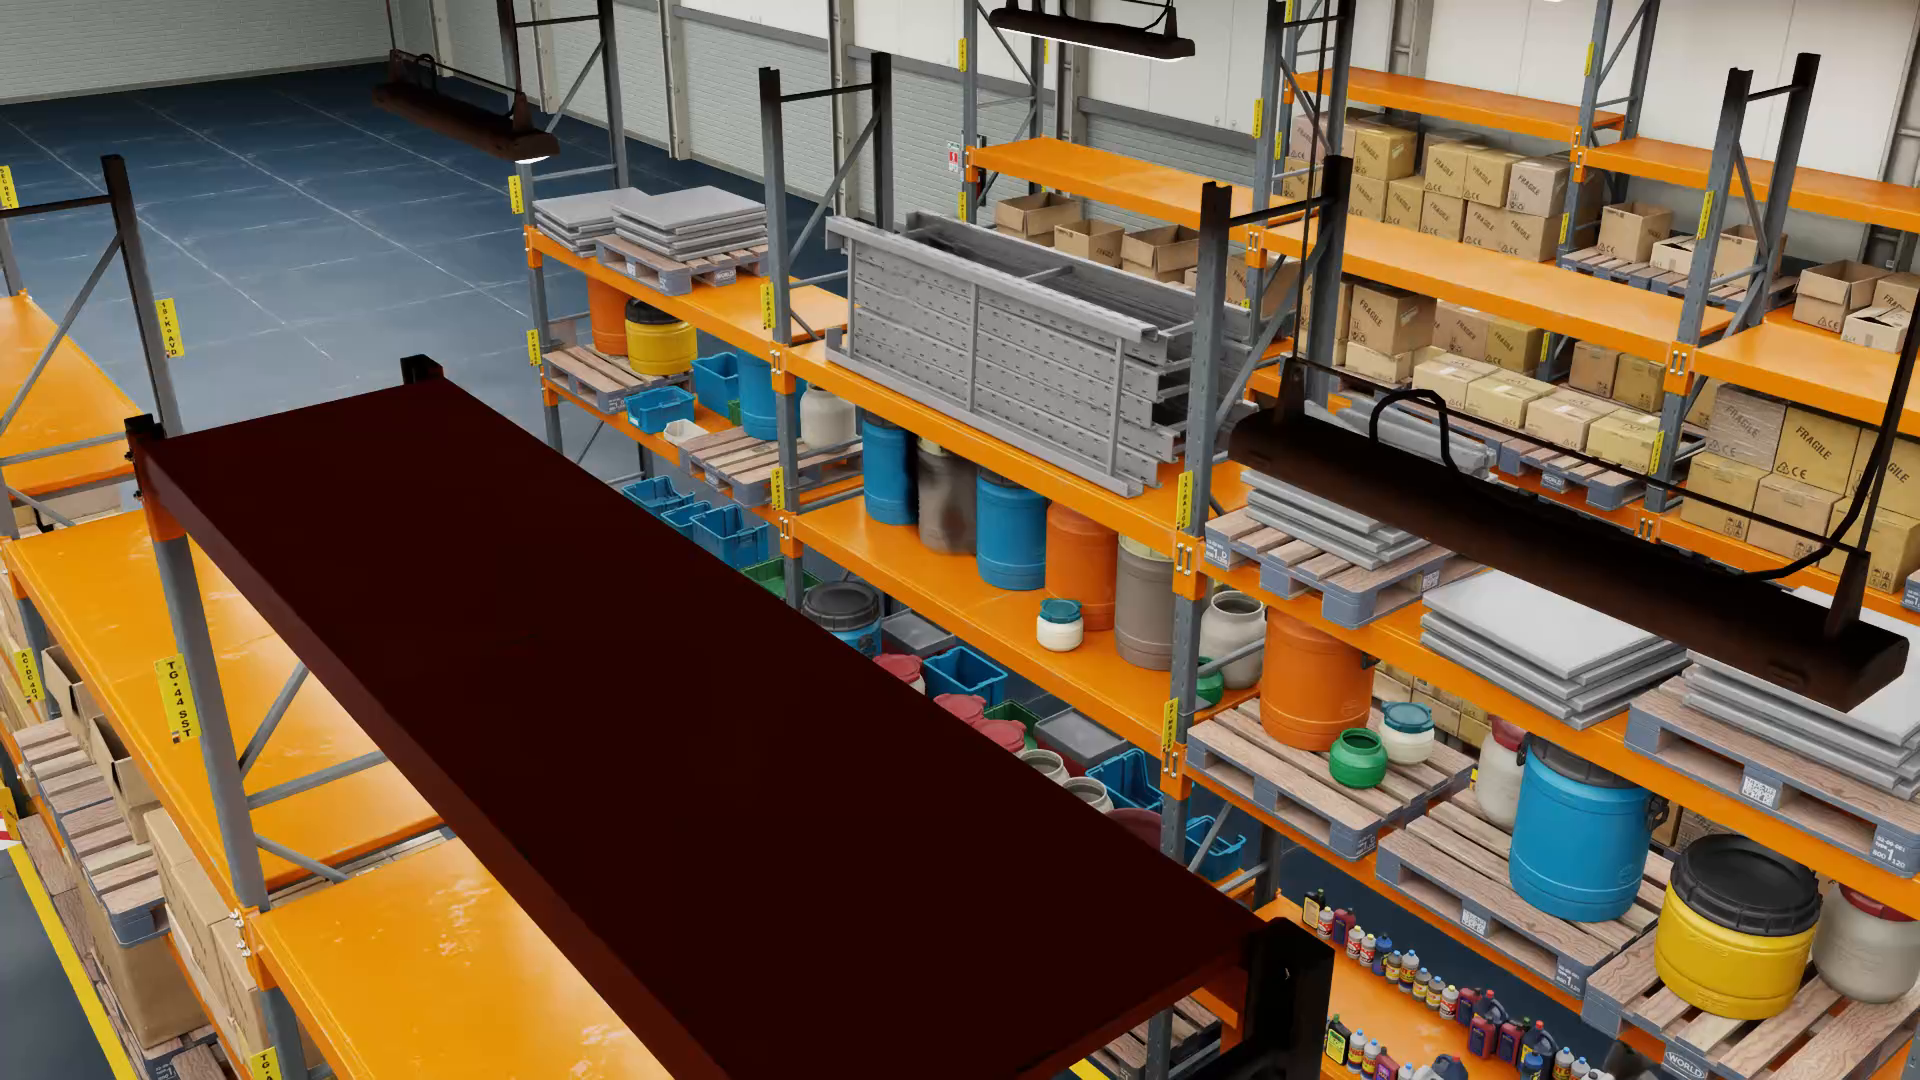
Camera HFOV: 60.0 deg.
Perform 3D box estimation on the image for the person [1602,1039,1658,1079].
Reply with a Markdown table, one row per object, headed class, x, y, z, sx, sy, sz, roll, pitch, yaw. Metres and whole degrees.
| class | x | y | z | sx | sy | sz | roll | pitch | yaw |
| --- | --- | --- | --- | --- | --- | --- | --- | --- | --- |
| person | 4.218 | 3.163 | 10.179 | 0.536 | 1.419 | 0.626 | -22 | 33 | -38 |
